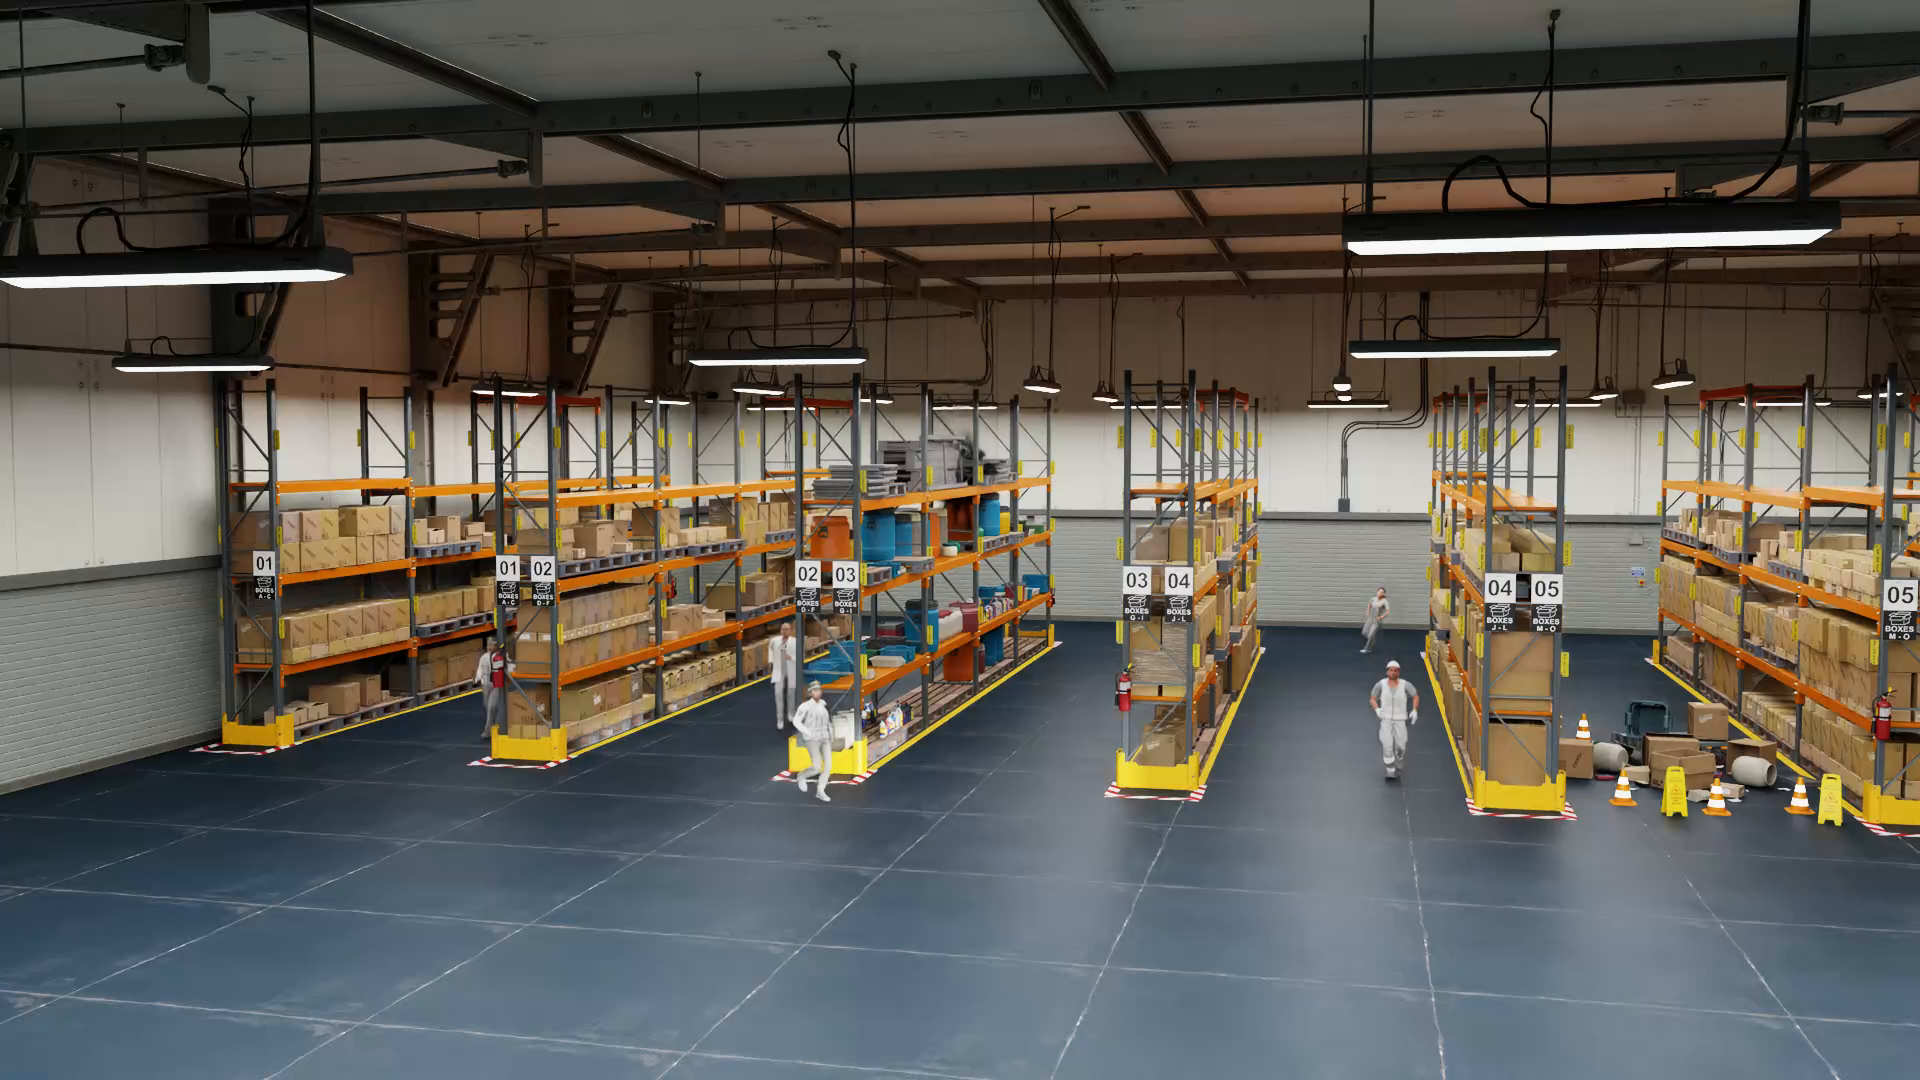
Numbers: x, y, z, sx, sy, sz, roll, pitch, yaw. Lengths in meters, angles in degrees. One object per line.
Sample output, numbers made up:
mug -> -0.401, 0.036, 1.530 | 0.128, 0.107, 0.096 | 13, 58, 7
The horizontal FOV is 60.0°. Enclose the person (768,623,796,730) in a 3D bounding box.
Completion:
person -> -3.045, 2.412, 29.118 | 0.666, 1.753, 0.937 | 0, 3, 0

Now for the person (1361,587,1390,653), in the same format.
person -> 9.733, 1.877, 38.922 | 0.700, 1.575, 0.583 | 2, 4, 34

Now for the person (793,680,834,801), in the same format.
person -> -2.033, 2.791, 23.239 | 0.634, 1.672, 0.597 | -3, 5, -42

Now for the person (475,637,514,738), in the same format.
person -> -7.935, 2.479, 28.322 | 0.626, 1.694, 0.833 | 1, 4, 13

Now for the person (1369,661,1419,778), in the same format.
person -> 6.411, 2.654, 24.571 | 0.707, 1.742, 0.624 | 1, 4, 14
